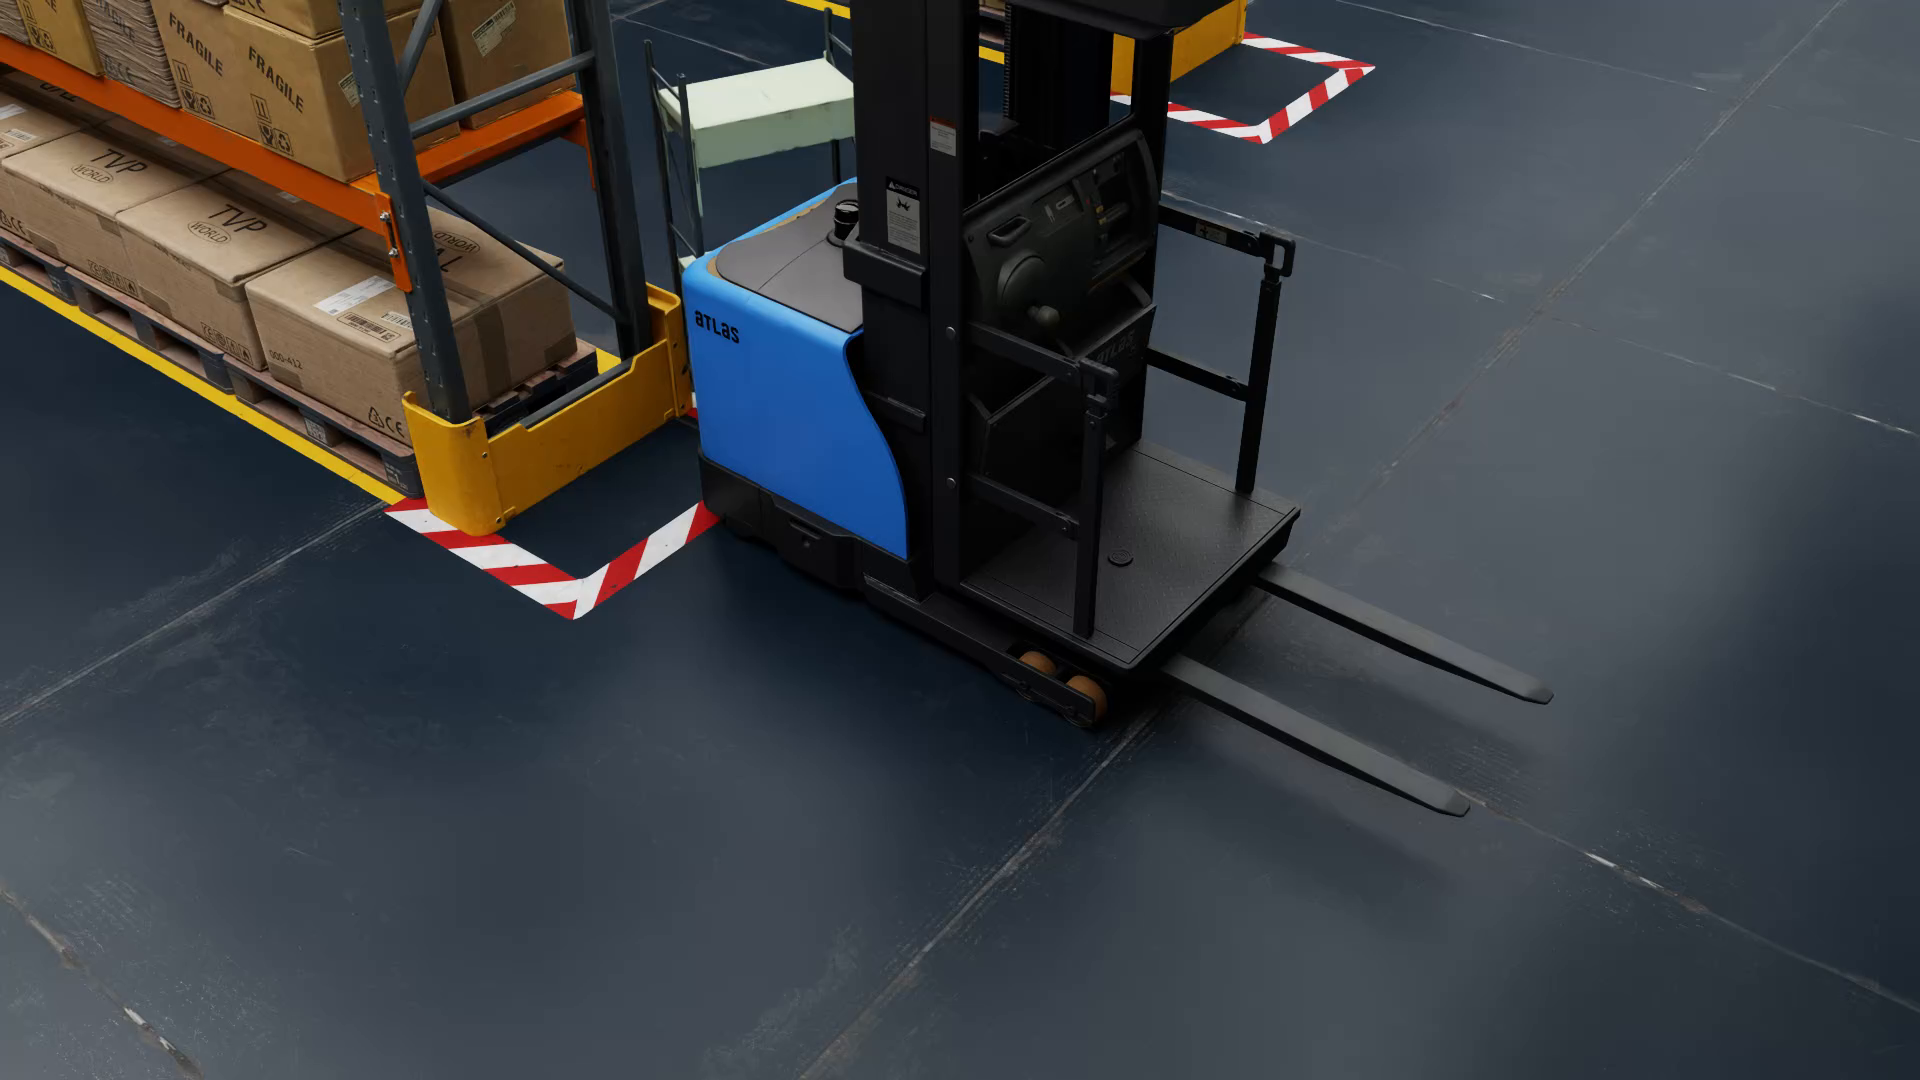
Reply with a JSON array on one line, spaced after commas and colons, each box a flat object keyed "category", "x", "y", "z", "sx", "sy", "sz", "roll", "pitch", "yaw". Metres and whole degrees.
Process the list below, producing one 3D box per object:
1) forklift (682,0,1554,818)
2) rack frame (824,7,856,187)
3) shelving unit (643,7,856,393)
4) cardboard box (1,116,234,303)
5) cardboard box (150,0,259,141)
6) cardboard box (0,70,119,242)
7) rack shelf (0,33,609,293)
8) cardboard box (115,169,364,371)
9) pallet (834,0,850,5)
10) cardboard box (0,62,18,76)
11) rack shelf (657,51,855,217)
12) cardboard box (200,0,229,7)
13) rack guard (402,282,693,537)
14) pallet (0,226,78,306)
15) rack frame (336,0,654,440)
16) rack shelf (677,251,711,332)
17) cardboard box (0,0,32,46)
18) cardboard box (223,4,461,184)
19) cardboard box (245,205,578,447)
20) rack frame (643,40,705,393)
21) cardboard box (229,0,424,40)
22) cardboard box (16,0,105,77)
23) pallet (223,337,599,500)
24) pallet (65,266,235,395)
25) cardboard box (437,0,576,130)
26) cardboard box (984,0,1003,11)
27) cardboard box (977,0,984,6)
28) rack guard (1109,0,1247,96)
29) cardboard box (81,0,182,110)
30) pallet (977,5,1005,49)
[{"category": "forklift", "x": 0.492, "y": -0.912, "z": 5.038, "sx": 3.031, "sy": 2.935, "sz": 1.130, "roll": 26, "pitch": 45, "yaw": 29}, {"category": "rack frame", "x": -0.426, "y": -1.368, "z": 6.778, "sx": 0.023, "sy": 1.500, "sz": 0.400, "roll": -18, "pitch": 41, "yaw": -21}, {"category": "shelving unit", "x": -0.751, "y": -1.264, "z": 6.646, "sx": 0.755, "sy": 1.500, "sz": 0.431, "roll": -18, "pitch": 41, "yaw": -21}, {"category": "cardboard box", "x": -3.635, "y": -1.568, "z": 7.557, "sx": 0.875, "sy": 0.438, "sz": 0.875, "roll": 24, "pitch": 44, "yaw": 27}, {"category": "cardboard box", "x": -2.536, "y": -1.821, "z": 6.062, "sx": 0.500, "sy": 0.500, "sz": 0.500, "roll": 24, "pitch": 44, "yaw": 28}, {"category": "cardboard box", "x": -4.346, "y": -1.903, "z": 7.985, "sx": 0.875, "sy": 0.438, "sz": 0.875, "roll": 25, "pitch": 44, "yaw": 28}, {"category": "rack shelf", "x": -3.191, "y": -2.001, "z": 6.957, "sx": 4.000, "sy": 0.370, "sz": 1.077, "roll": 25, "pitch": 45, "yaw": 29}, {"category": "cardboard box", "x": -2.920, "y": -1.229, "z": 7.124, "sx": 0.875, "sy": 0.438, "sz": 0.875, "roll": 27, "pitch": 45, "yaw": 30}, {"category": "pallet", "x": -0.325, "y": -3.707, "z": 10.813, "sx": 1.213, "sy": 0.211, "sz": 1.003, "roll": 25, "pitch": 45, "yaw": 29}, {"category": "cardboard box", "x": -5.321, "y": -2.556, "z": 8.464, "sx": 0.875, "sy": 0.875, "sz": 0.875, "roll": 27, "pitch": 45, "yaw": 30}, {"category": "rack shelf", "x": -0.752, "y": -1.573, "z": 6.407, "sx": 0.720, "sy": 0.370, "sz": 0.431, "roll": -18, "pitch": 41, "yaw": -21}, {"category": "cardboard box", "x": -2.563, "y": -2.214, "z": 5.753, "sx": 0.500, "sy": 0.500, "sz": 0.500, "roll": 25, "pitch": 45, "yaw": 29}, {"category": "rack guard", "x": -1.584, "y": -0.542, "z": 6.537, "sx": 0.348, "sy": 0.500, "sz": 1.175, "roll": 25, "pitch": 45, "yaw": 29}, {"category": "pallet", "x": -4.224, "y": -1.613, "z": 8.139, "sx": 1.213, "sy": 0.211, "sz": 1.003, "roll": 25, "pitch": 45, "yaw": 29}, {"category": "rack frame", "x": -1.603, "y": -1.536, "z": 5.778, "sx": 0.127, "sy": 3.000, "sz": 1.000, "roll": 25, "pitch": 45, "yaw": 29}, {"category": "rack shelf", "x": -0.750, "y": -1.006, "z": 6.845, "sx": 0.720, "sy": 0.370, "sz": 0.431, "roll": -18, "pitch": 41, "yaw": -21}, {"category": "cardboard box", "x": -3.778, "y": -2.389, "z": 6.787, "sx": 0.500, "sy": 0.500, "sz": 0.500, "roll": 26, "pitch": 45, "yaw": 29}, {"category": "cardboard box", "x": -2.147, "y": -1.626, "z": 5.813, "sx": 0.500, "sy": 0.500, "sz": 0.500, "roll": 26, "pitch": 45, "yaw": 29}, {"category": "cardboard box", "x": -2.188, "y": -0.890, "z": 6.692, "sx": 0.875, "sy": 0.438, "sz": 0.875, "roll": 24, "pitch": 44, "yaw": 27}, {"category": "rack frame", "x": -1.076, "y": -1.161, "z": 6.513, "sx": 0.023, "sy": 1.500, "sz": 0.400, "roll": -18, "pitch": 41, "yaw": -21}, {"category": "cardboard box", "x": -2.130, "y": -2.033, "z": 5.521, "sx": 0.500, "sy": 0.500, "sz": 0.500, "roll": 27, "pitch": 45, "yaw": 30}, {"category": "cardboard box", "x": -3.369, "y": -2.196, "z": 6.541, "sx": 0.500, "sy": 0.500, "sz": 0.500, "roll": 27, "pitch": 45, "yaw": 30}, {"category": "pallet", "x": -2.285, "y": -0.699, "z": 6.971, "sx": 1.213, "sy": 0.211, "sz": 1.003, "roll": 25, "pitch": 45, "yaw": 29}, {"category": "pallet", "x": -3.250, "y": -1.156, "z": 7.555, "sx": 1.213, "sy": 0.211, "sz": 1.003, "roll": 25, "pitch": 45, "yaw": 29}, {"category": "cardboard box", "x": -1.810, "y": -1.895, "z": 6.157, "sx": 0.500, "sy": 0.500, "sz": 0.500, "roll": 25, "pitch": 44, "yaw": 28}, {"category": "cardboard box", "x": 0.356, "y": -3.323, "z": 10.033, "sx": 0.250, "sy": 0.149, "sz": 0.380, "roll": 25, "pitch": 44, "yaw": 28}, {"category": "cardboard box", "x": 0.152, "y": -3.409, "z": 10.143, "sx": 0.250, "sy": 0.149, "sz": 0.380, "roll": 26, "pitch": 45, "yaw": 29}, {"category": "rack guard", "x": 1.264, "y": -3.042, "z": 9.729, "sx": 0.348, "sy": 0.500, "sz": 1.175, "roll": 25, "pitch": 45, "yaw": 29}, {"category": "cardboard box", "x": -2.951, "y": -2.009, "z": 6.302, "sx": 0.500, "sy": 0.500, "sz": 0.500, "roll": 27, "pitch": 45, "yaw": 30}, {"category": "pallet", "x": 0.640, "y": -3.249, "z": 10.229, "sx": 1.213, "sy": 0.211, "sz": 1.003, "roll": 25, "pitch": 45, "yaw": 29}]
